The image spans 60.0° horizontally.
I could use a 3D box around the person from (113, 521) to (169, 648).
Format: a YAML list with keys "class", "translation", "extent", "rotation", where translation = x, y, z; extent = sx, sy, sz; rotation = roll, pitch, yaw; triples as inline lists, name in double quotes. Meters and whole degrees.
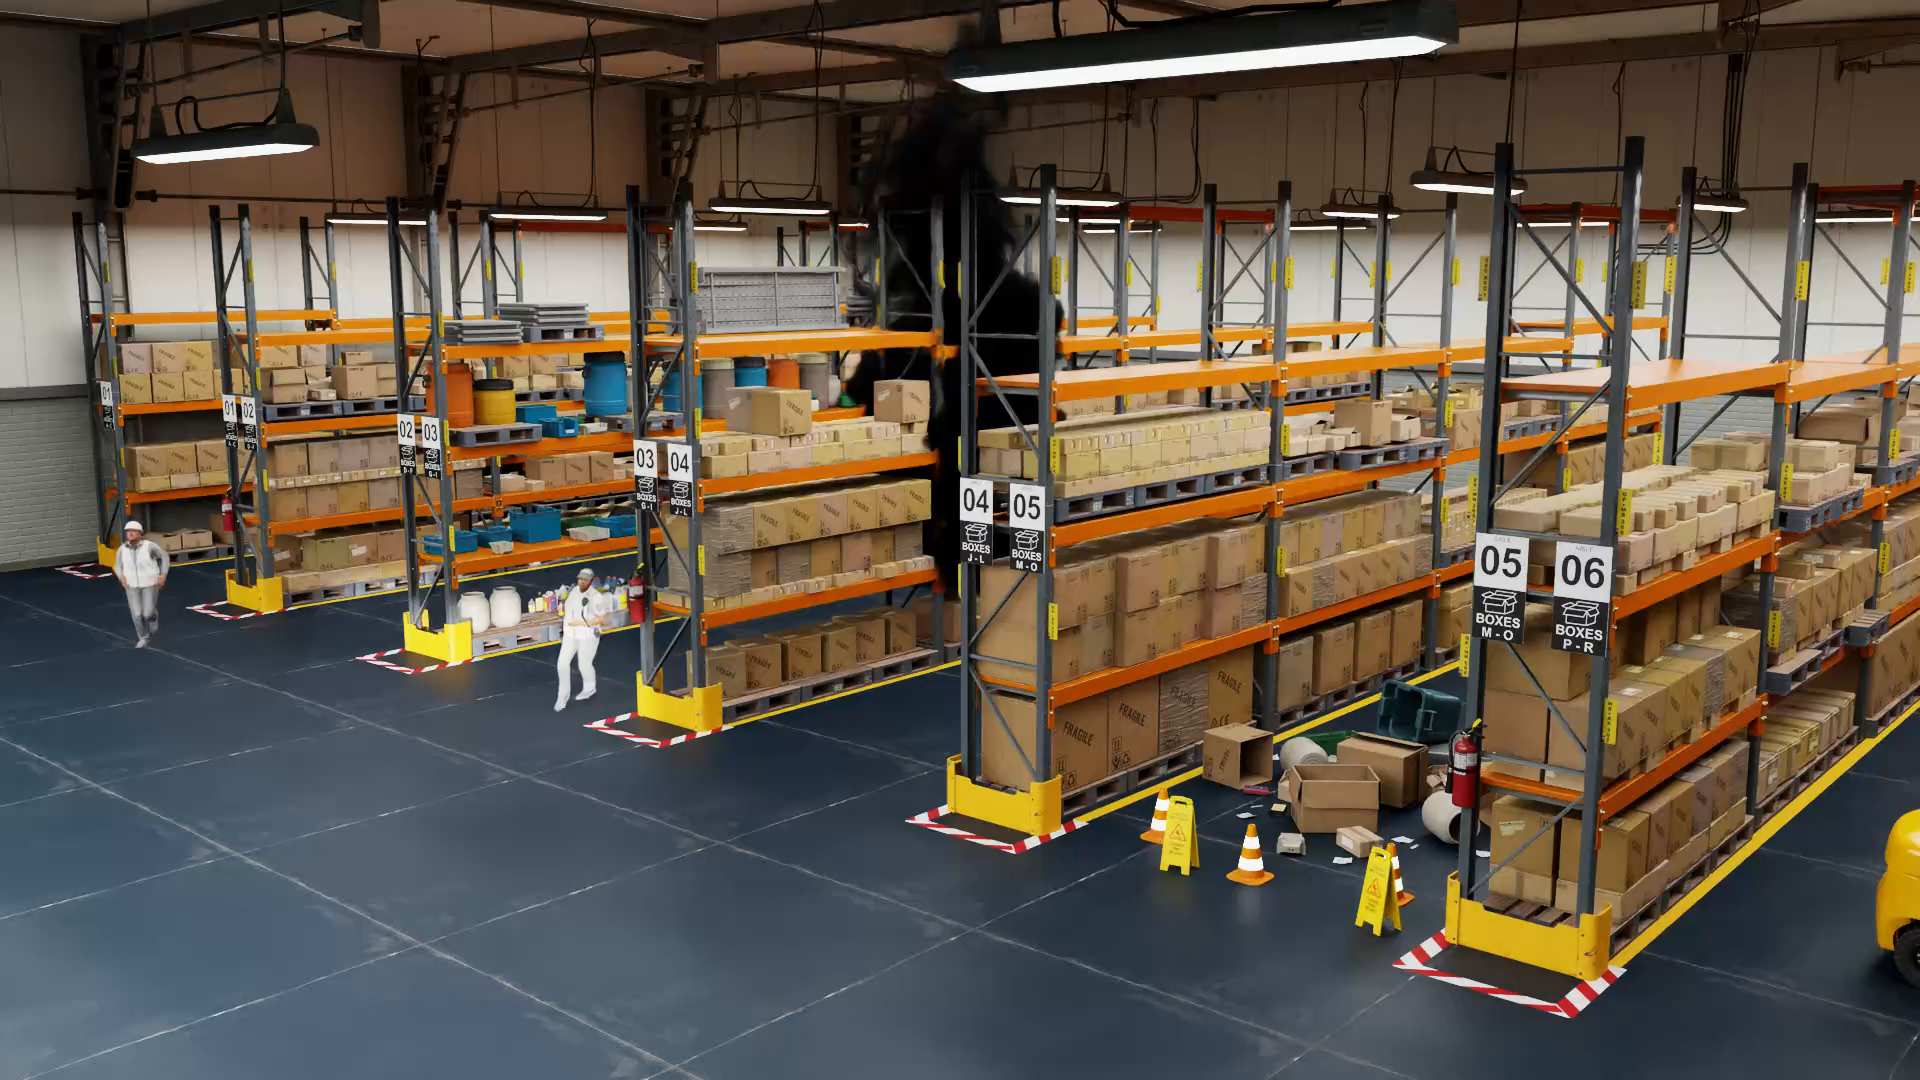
- class: "person"
  translation: [-11.079, 0.596, 22.519]
  extent: [0.678, 1.735, 0.646]
  rotation: [-2, 10, -12]

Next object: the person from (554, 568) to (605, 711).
- class: "person"
  translation: [-4.402, 1.156, 19.498]
  extent: [0.610, 1.704, 0.682]
  rotation: [2, 10, 14]
